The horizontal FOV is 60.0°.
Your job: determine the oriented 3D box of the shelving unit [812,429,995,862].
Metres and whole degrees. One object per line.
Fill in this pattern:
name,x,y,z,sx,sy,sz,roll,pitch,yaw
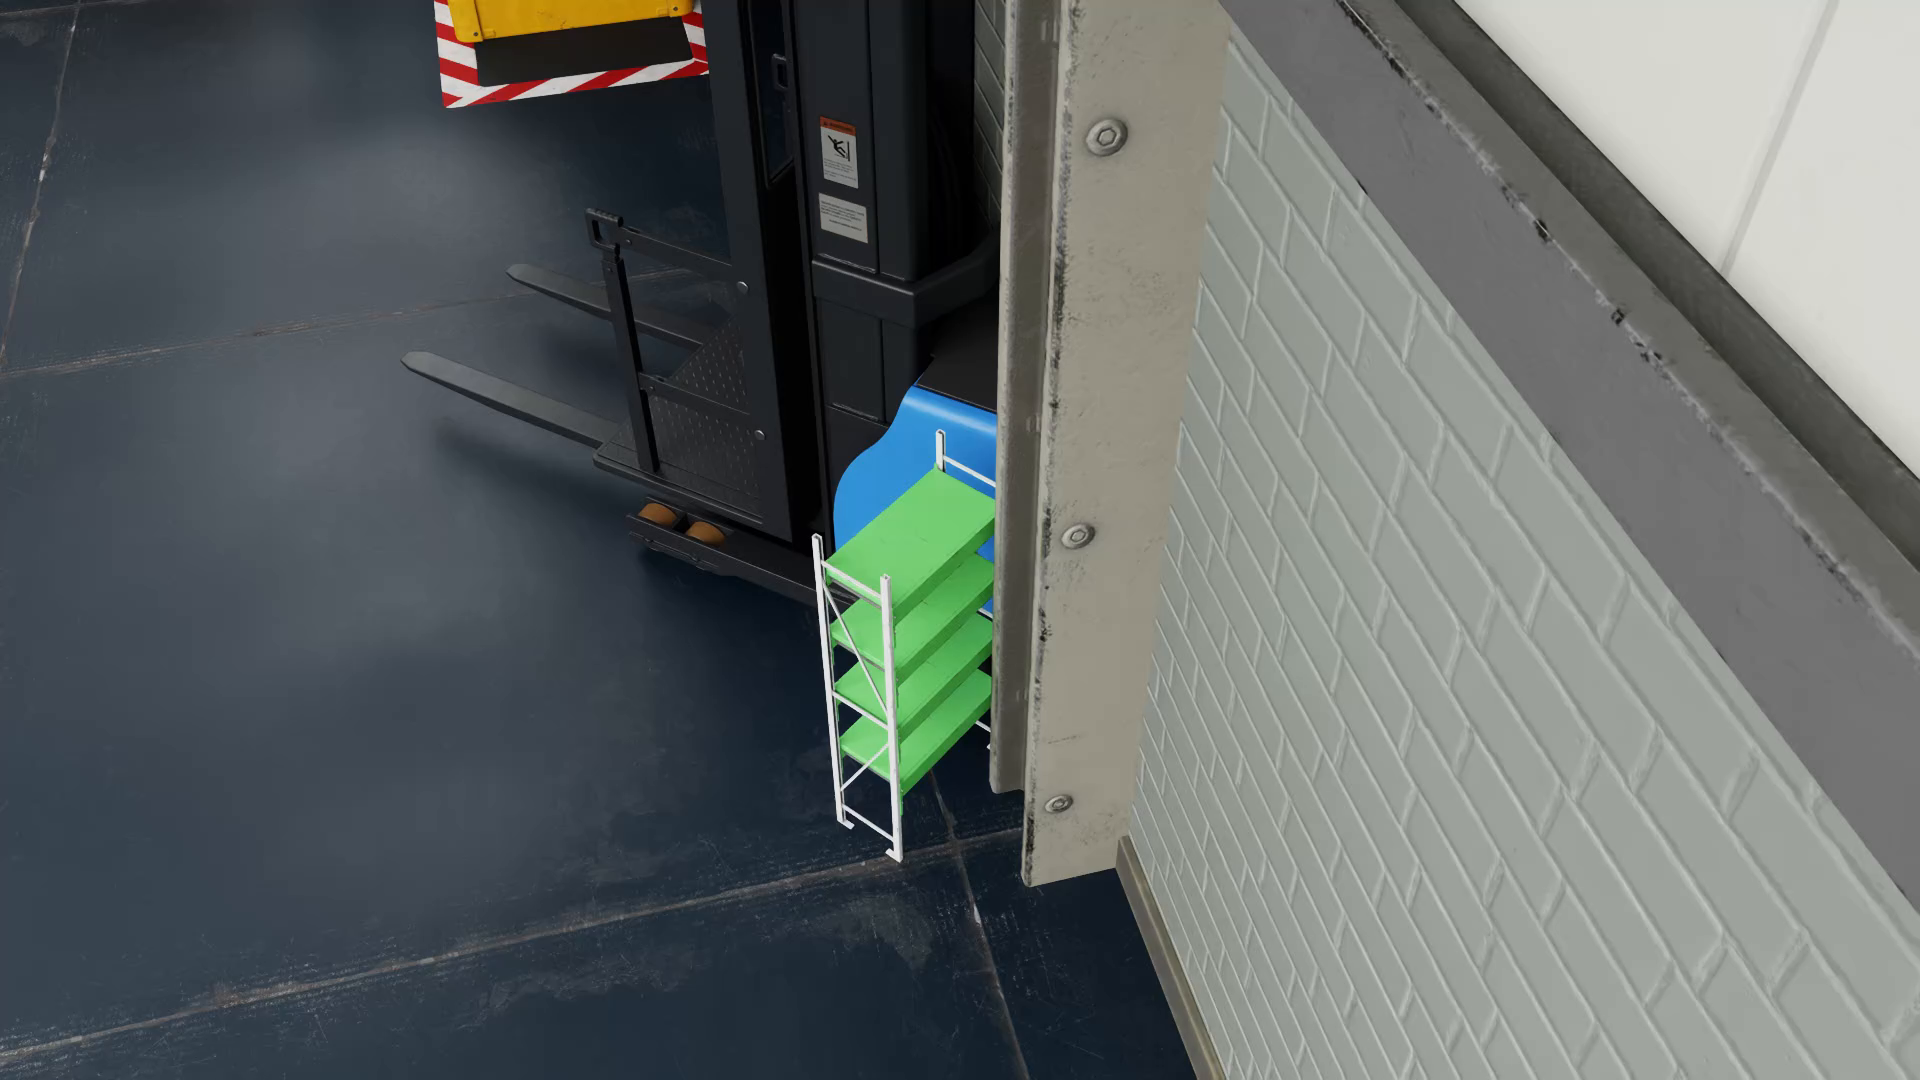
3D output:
shelving unit,-0.114,0.323,4.593,0.258,1.200,0.503,29,52,26

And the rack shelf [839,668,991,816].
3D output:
rack shelf,-0.114,0.536,4.810,0.258,0.148,0.480,29,52,26

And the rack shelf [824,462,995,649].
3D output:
rack shelf,-0.114,0.032,4.296,0.258,0.148,0.480,29,52,26

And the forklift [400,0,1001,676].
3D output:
forklift,-0.556,-1.235,4.908,3.031,2.935,1.130,21,49,19

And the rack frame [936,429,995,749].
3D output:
rack frame,0.036,0.186,4.728,0.240,1.200,0.015,29,52,26

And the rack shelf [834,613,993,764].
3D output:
rack shelf,-0.114,0.368,4.639,0.258,0.148,0.480,29,52,26

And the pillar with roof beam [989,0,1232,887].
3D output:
pillar with roof beam,-3.875,-1.530,0.949,9.100,9.000,0.400,-11,47,-10

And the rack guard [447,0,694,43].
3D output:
rack guard,-1.936,-2.823,8.167,1.175,0.500,0.348,-11,47,-10

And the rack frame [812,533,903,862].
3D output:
rack frame,-0.265,0.460,4.459,0.240,1.200,0.015,29,52,26

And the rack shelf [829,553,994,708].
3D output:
rack shelf,-0.114,0.200,4.467,0.258,0.148,0.480,29,52,26
